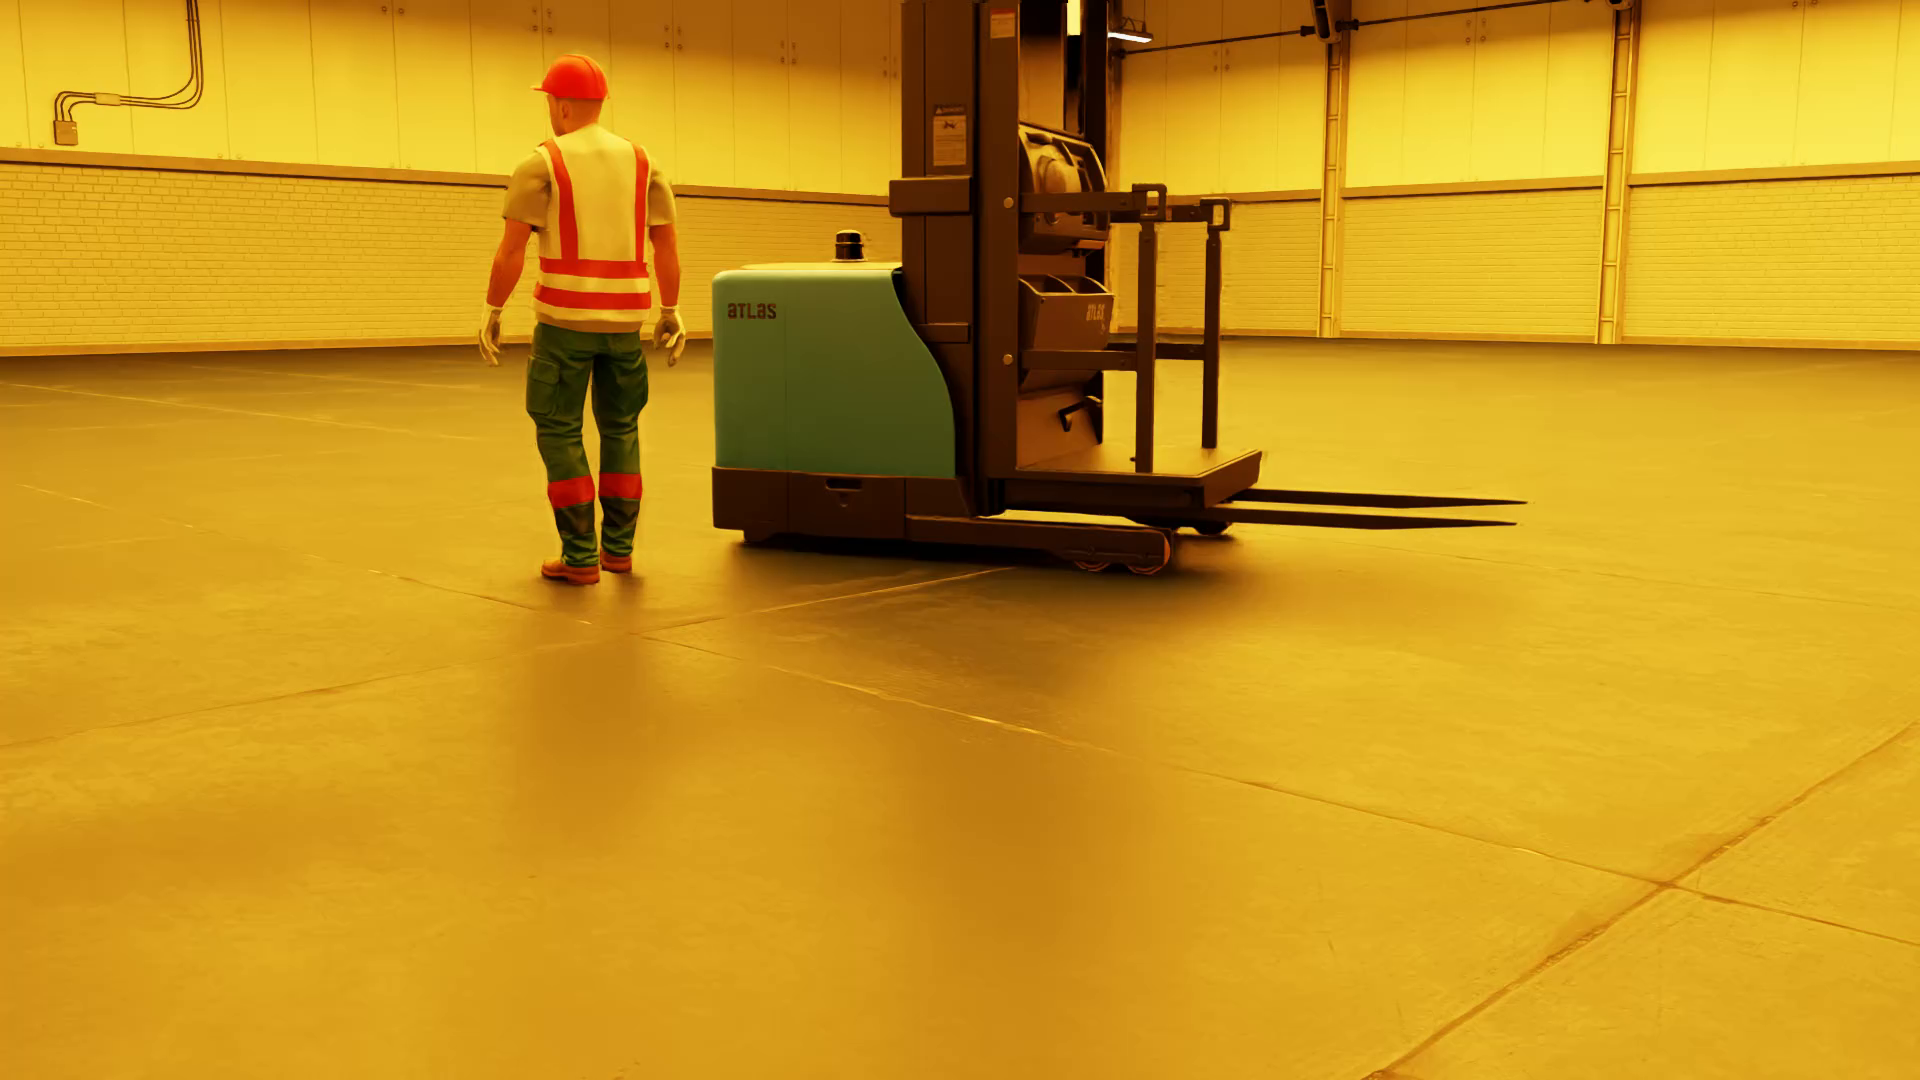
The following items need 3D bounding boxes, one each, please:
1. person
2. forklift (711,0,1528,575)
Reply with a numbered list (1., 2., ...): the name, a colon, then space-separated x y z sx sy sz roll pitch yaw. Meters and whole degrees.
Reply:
1. person: -1.330 -0.757 5.773 0.718 1.785 0.525 -6 11 -37
2. forklift: 0.588 -1.414 6.266 3.031 2.935 1.130 3 9 22
